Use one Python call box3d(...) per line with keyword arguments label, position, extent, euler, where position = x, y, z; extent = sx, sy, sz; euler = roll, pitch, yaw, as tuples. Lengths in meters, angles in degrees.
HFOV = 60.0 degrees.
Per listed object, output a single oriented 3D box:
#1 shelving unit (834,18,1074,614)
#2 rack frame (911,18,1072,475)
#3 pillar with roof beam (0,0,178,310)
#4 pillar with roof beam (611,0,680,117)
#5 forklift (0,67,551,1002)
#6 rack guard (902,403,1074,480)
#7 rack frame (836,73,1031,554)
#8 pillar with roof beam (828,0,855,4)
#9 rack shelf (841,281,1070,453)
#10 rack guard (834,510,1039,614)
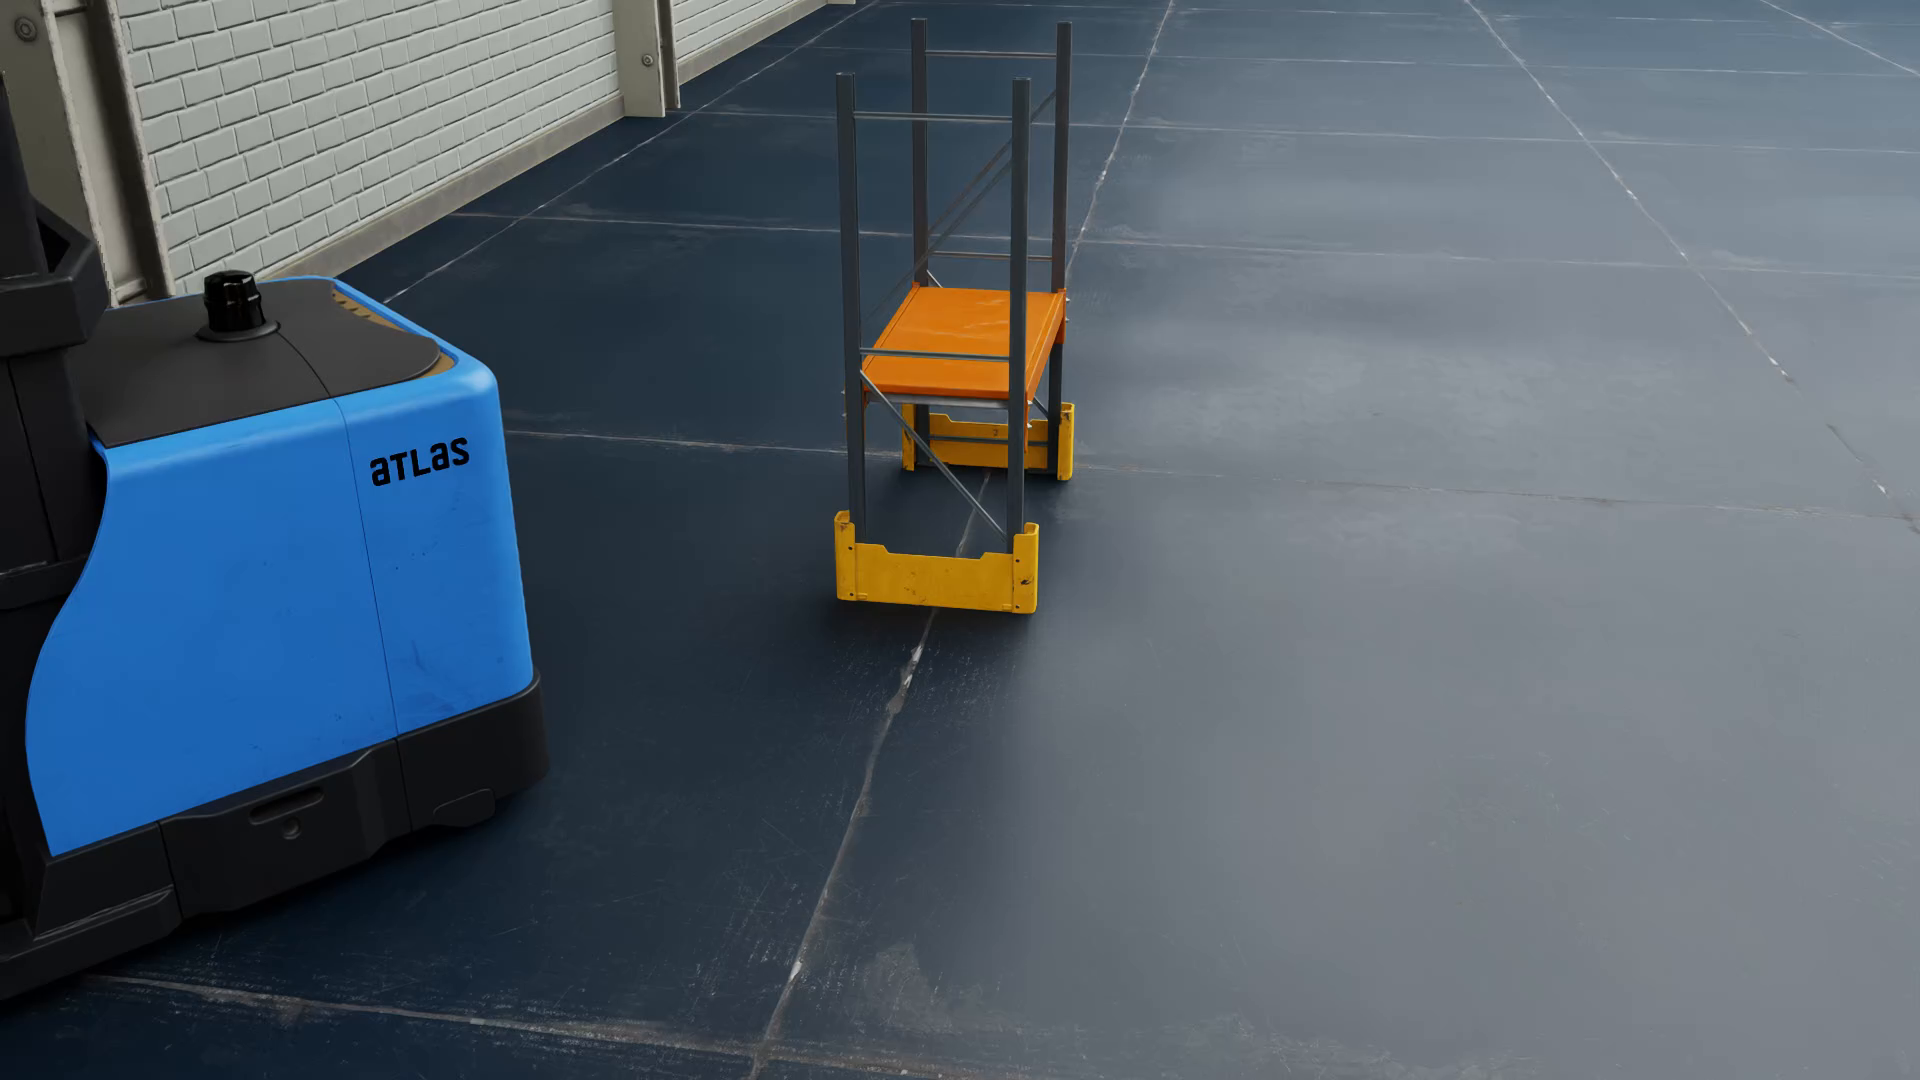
box3d(label="shelving unit", position=(0.012, -0.711, 5.000), extent=(0.587, 1.500, 1.083), euler=(4, 25, 9))
box3d(label="rack frame", position=(0.097, -0.928, 5.462), extent=(0.500, 1.500, 0.032), euler=(4, 25, 9))
box3d(label="pillar with roof beam", position=(1.093, -4.283, 3.784), extent=(9.100, 9.000, 0.400), euler=(4, 25, 9))
box3d(label="pillar with roof beam", position=(2.074, -6.792, 9.146), extent=(9.100, 9.000, 0.400), euler=(4, 25, 9))
box3d(label="forklift", position=(-2.427, -0.478, 2.813), extent=(3.031, 2.935, 1.130), euler=(-19, 31, -35))
box3d(label="rack guard", position=(0.094, -0.353, 5.710), extent=(0.587, 0.250, 0.087), euler=(4, 25, 9))
box3d(label="rack frame", position=(-0.069, -0.502, 4.554), extent=(0.500, 1.500, 0.032), euler=(4, 25, 9))
box3d(label="pillar with roof beam", position=(3.054, -9.301, 14.507), extent=(9.100, 9.000, 0.400), euler=(4, 25, 9))
box3d(label="rack shelf", position=(0.014, -0.552, 5.085), extent=(0.538, 0.185, 1.000), euler=(4, 25, 9))
box3d(label="rack guard", position=(-0.069, 0.063, 4.820), extent=(0.587, 0.250, 0.087), euler=(4, 25, 9))
